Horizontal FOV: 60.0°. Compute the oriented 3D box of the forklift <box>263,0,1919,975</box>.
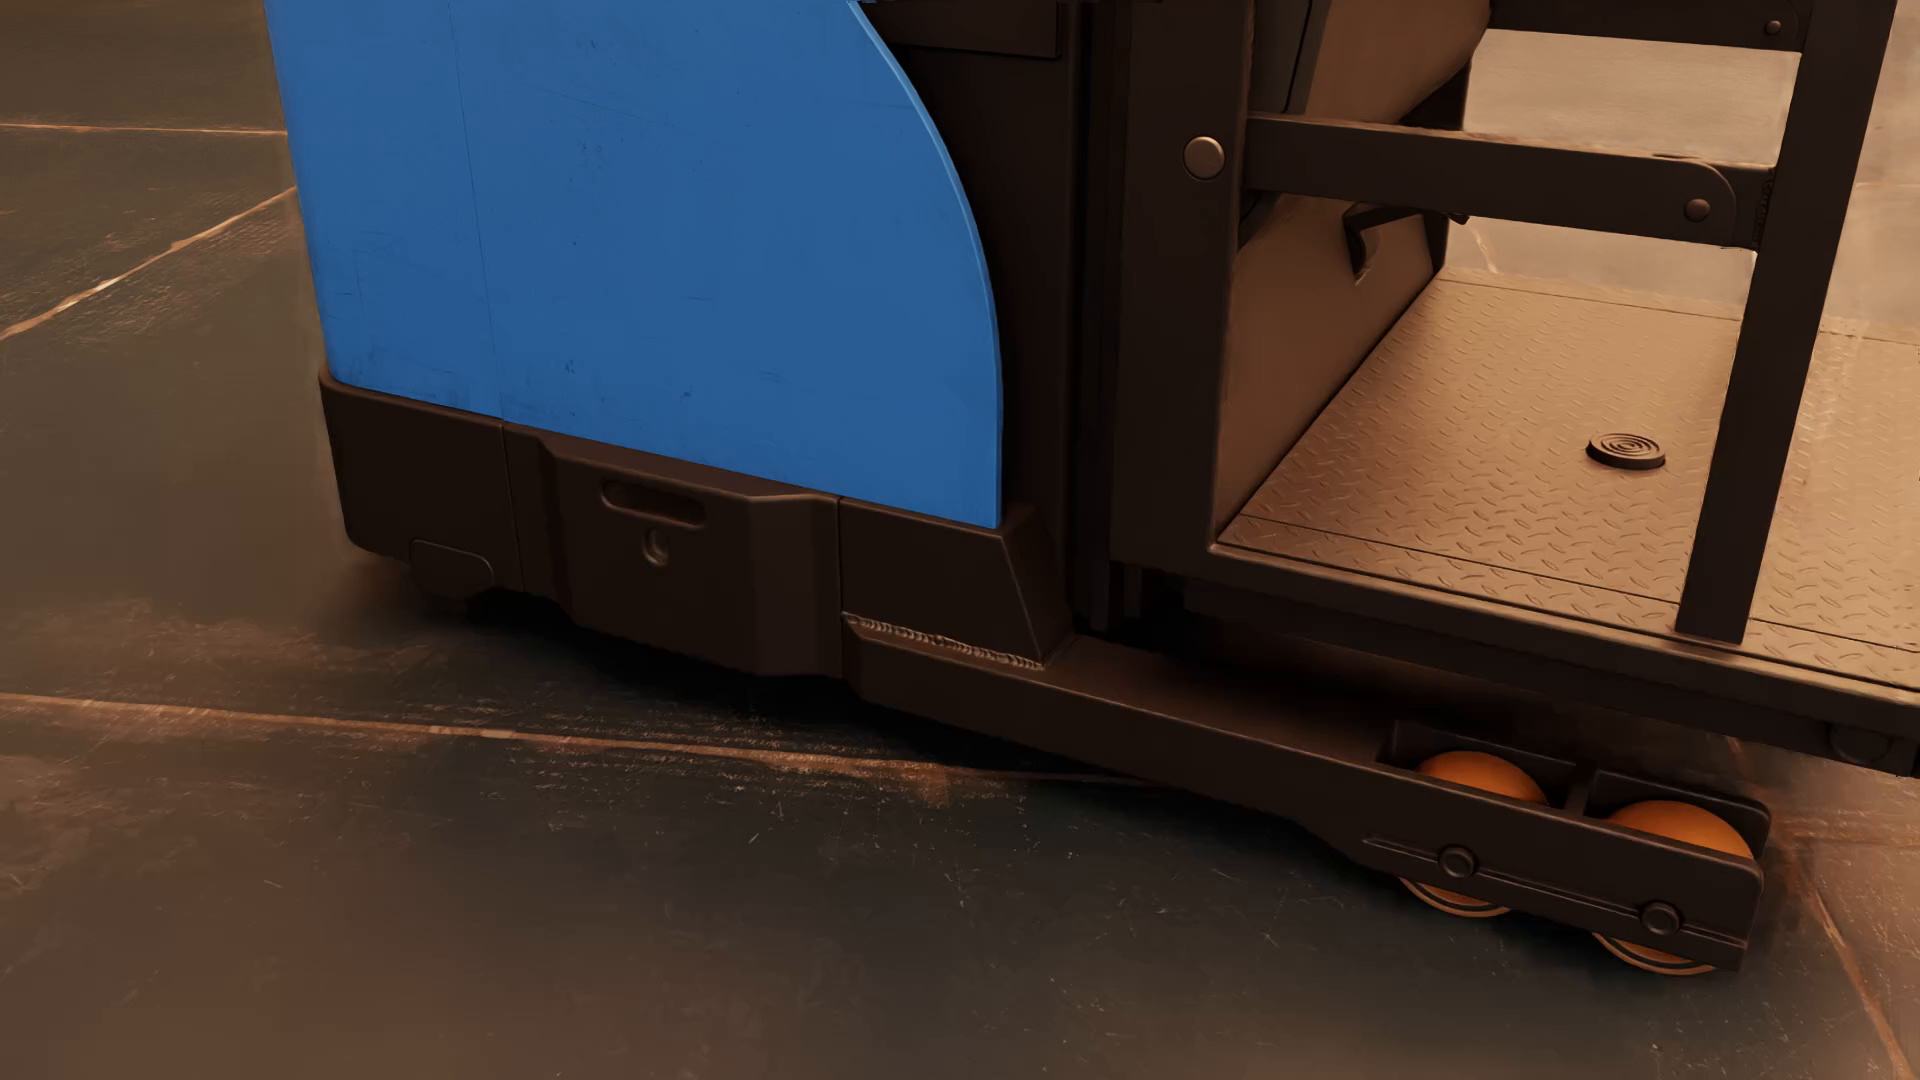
[{"bbox_3d":[0.674,-1.155,1.532,3.031,2.935,1.130,13,29,24],"label":"forklift"}]
